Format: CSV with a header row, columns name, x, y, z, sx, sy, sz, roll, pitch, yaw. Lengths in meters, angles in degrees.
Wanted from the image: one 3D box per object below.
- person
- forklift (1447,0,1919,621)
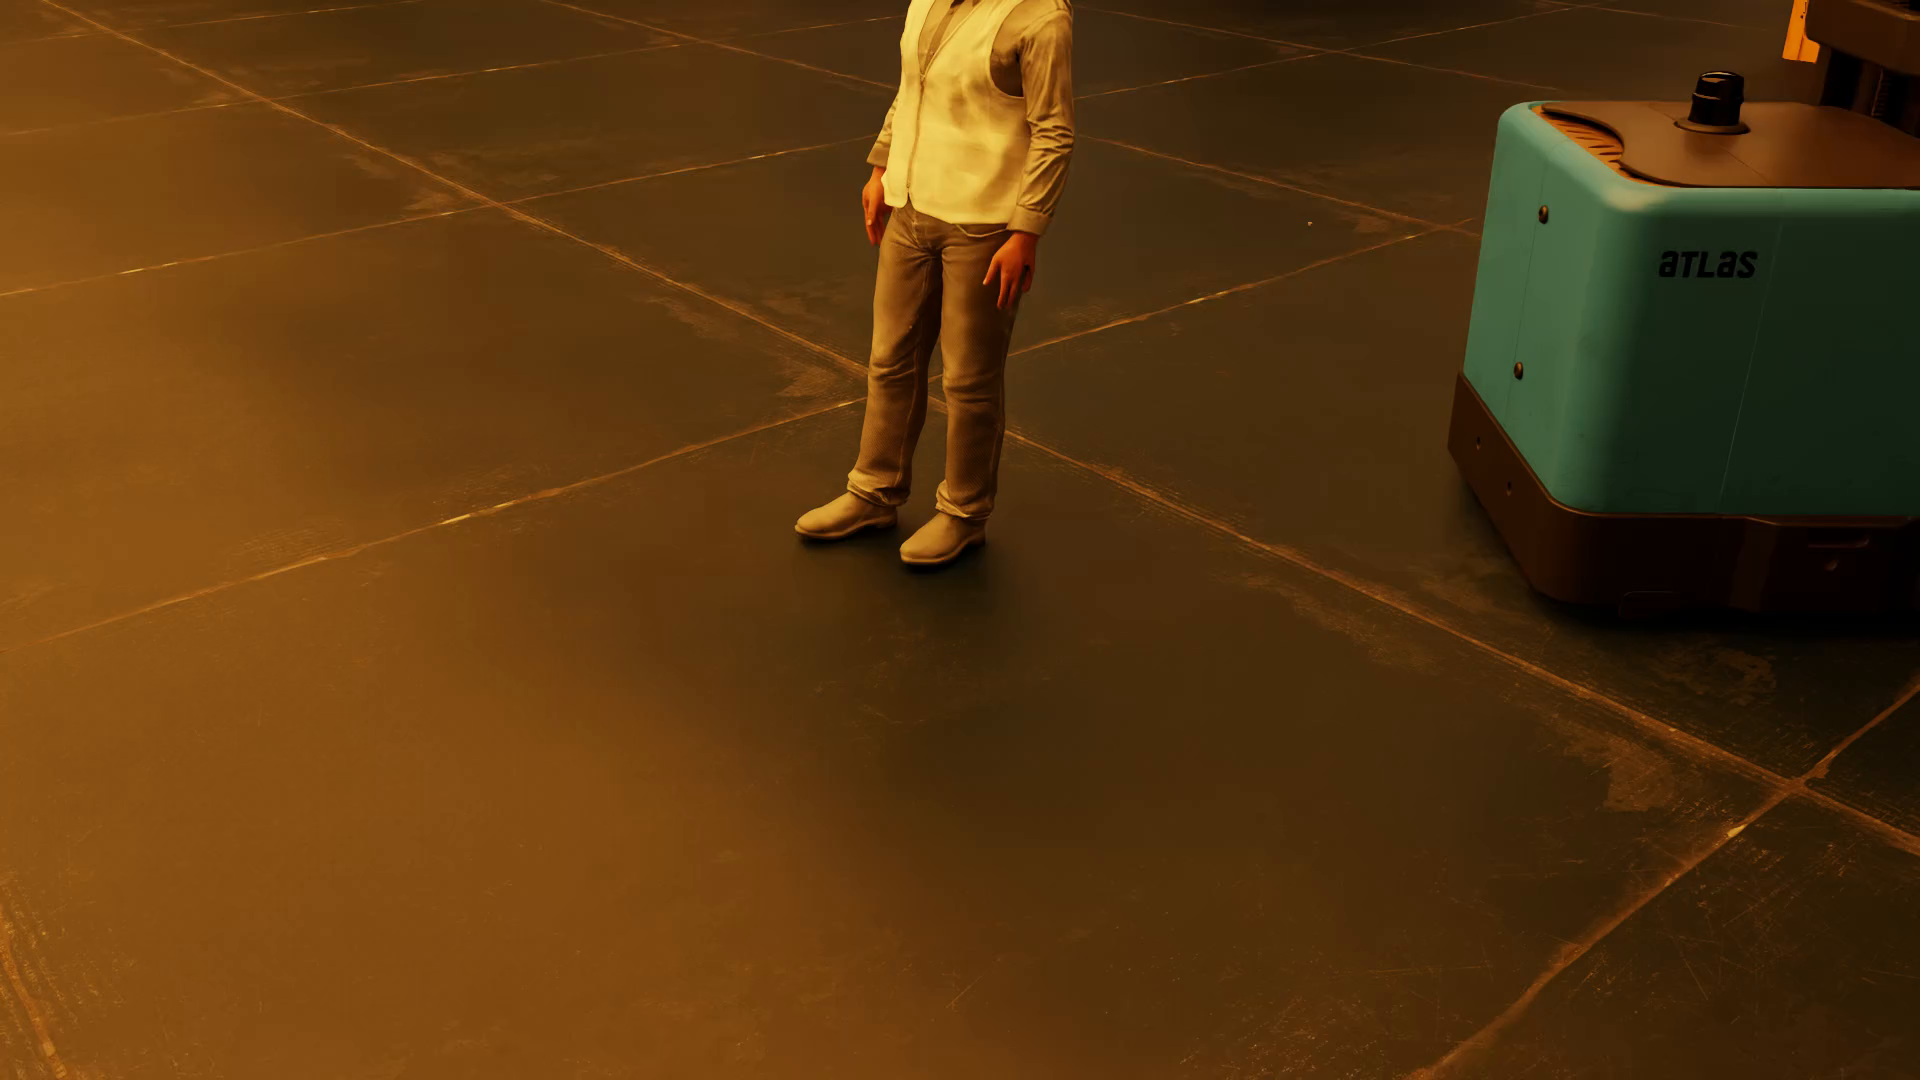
name,x,y,z,sx,sy,sz,roll,pitch,yaw
person,-0.053,-0.787,4.074,0.568,1.773,0.632,-20,33,-35
forklift,2.936,-1.313,3.849,3.031,2.935,1.130,0,26,1
